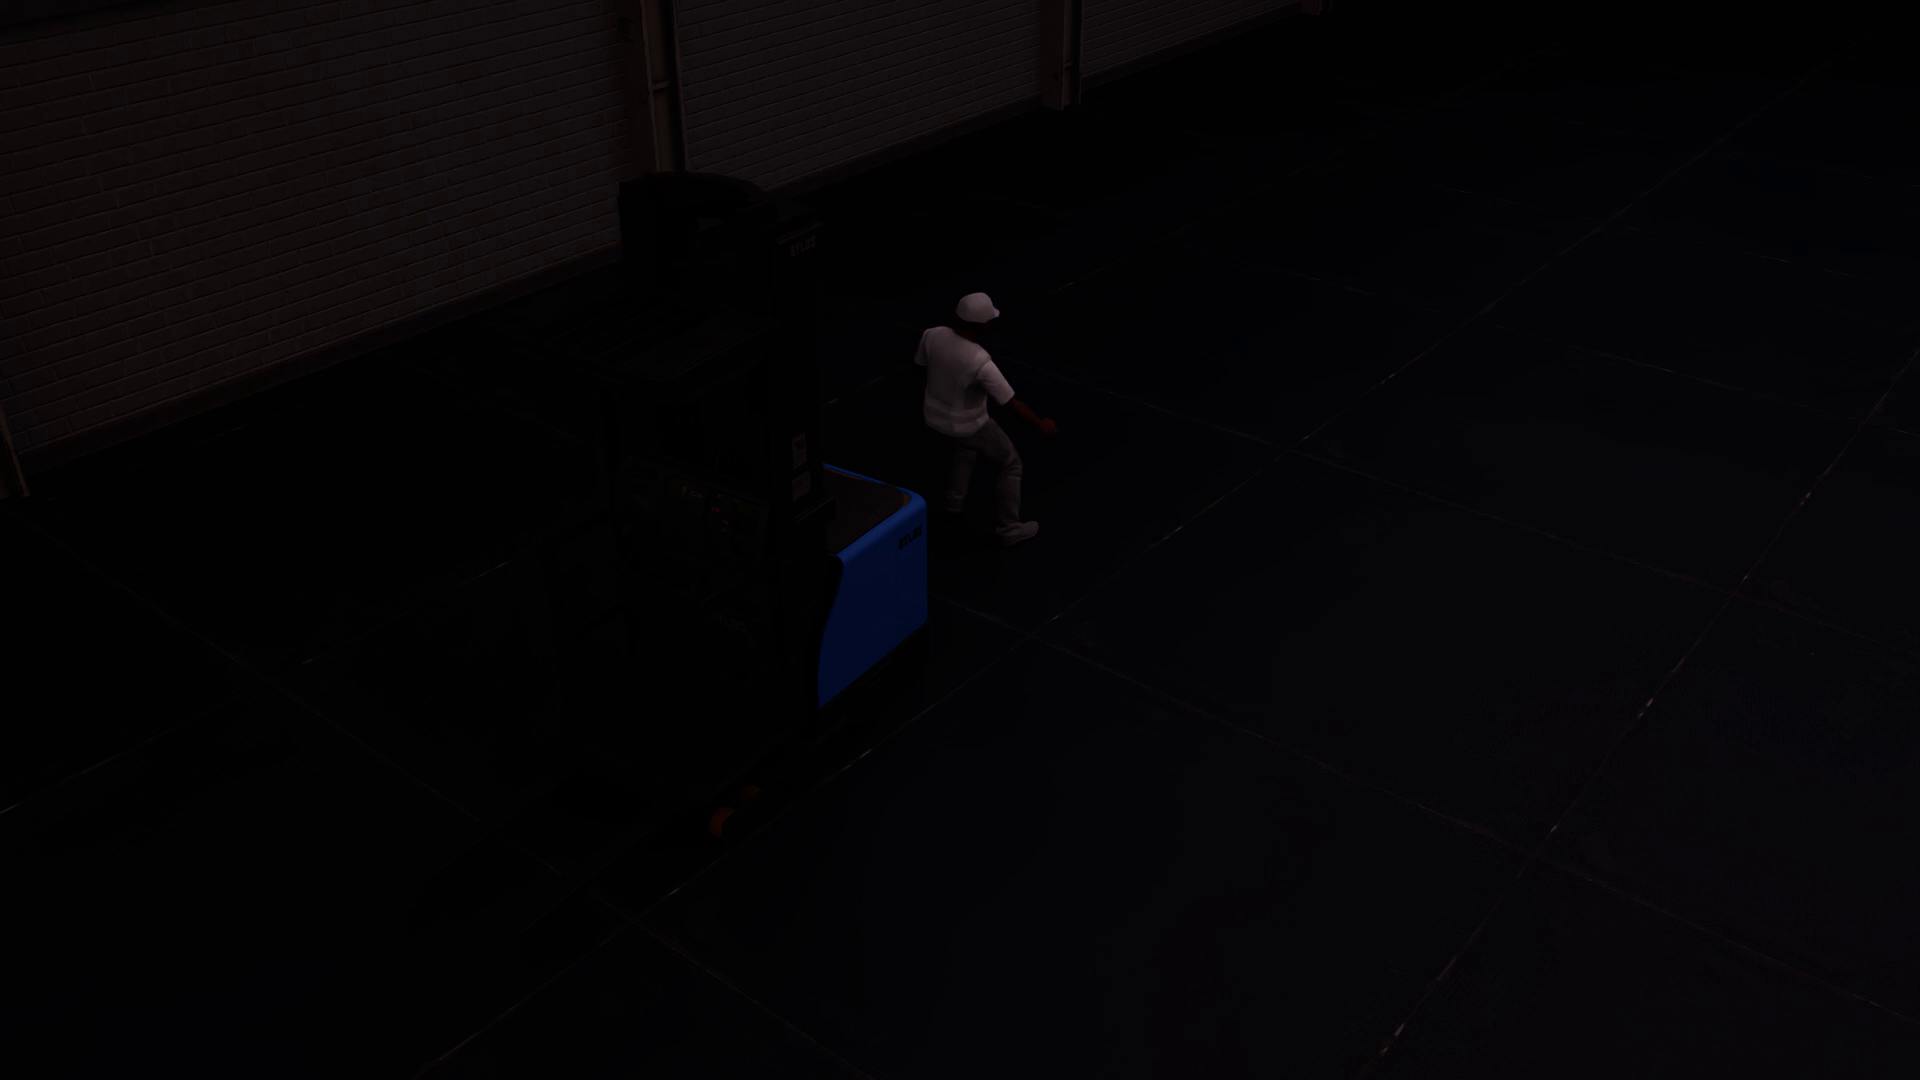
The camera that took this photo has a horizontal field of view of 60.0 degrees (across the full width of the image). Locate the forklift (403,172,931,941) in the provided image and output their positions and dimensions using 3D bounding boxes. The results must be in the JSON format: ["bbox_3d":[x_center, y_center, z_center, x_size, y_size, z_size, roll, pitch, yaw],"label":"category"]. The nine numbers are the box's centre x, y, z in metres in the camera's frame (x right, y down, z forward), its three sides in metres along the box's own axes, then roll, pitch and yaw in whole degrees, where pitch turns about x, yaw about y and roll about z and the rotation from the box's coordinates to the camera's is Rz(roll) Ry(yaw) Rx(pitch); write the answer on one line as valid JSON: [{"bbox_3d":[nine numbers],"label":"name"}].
[{"bbox_3d":[-1.389,-0.088,7.745,1.130,2.935,3.031,18,35,28],"label":"forklift"}]

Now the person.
[{"bbox_3d":[0.112,-0.780,10.216,0.912,1.644,0.548,25,38,36],"label":"person"}]
